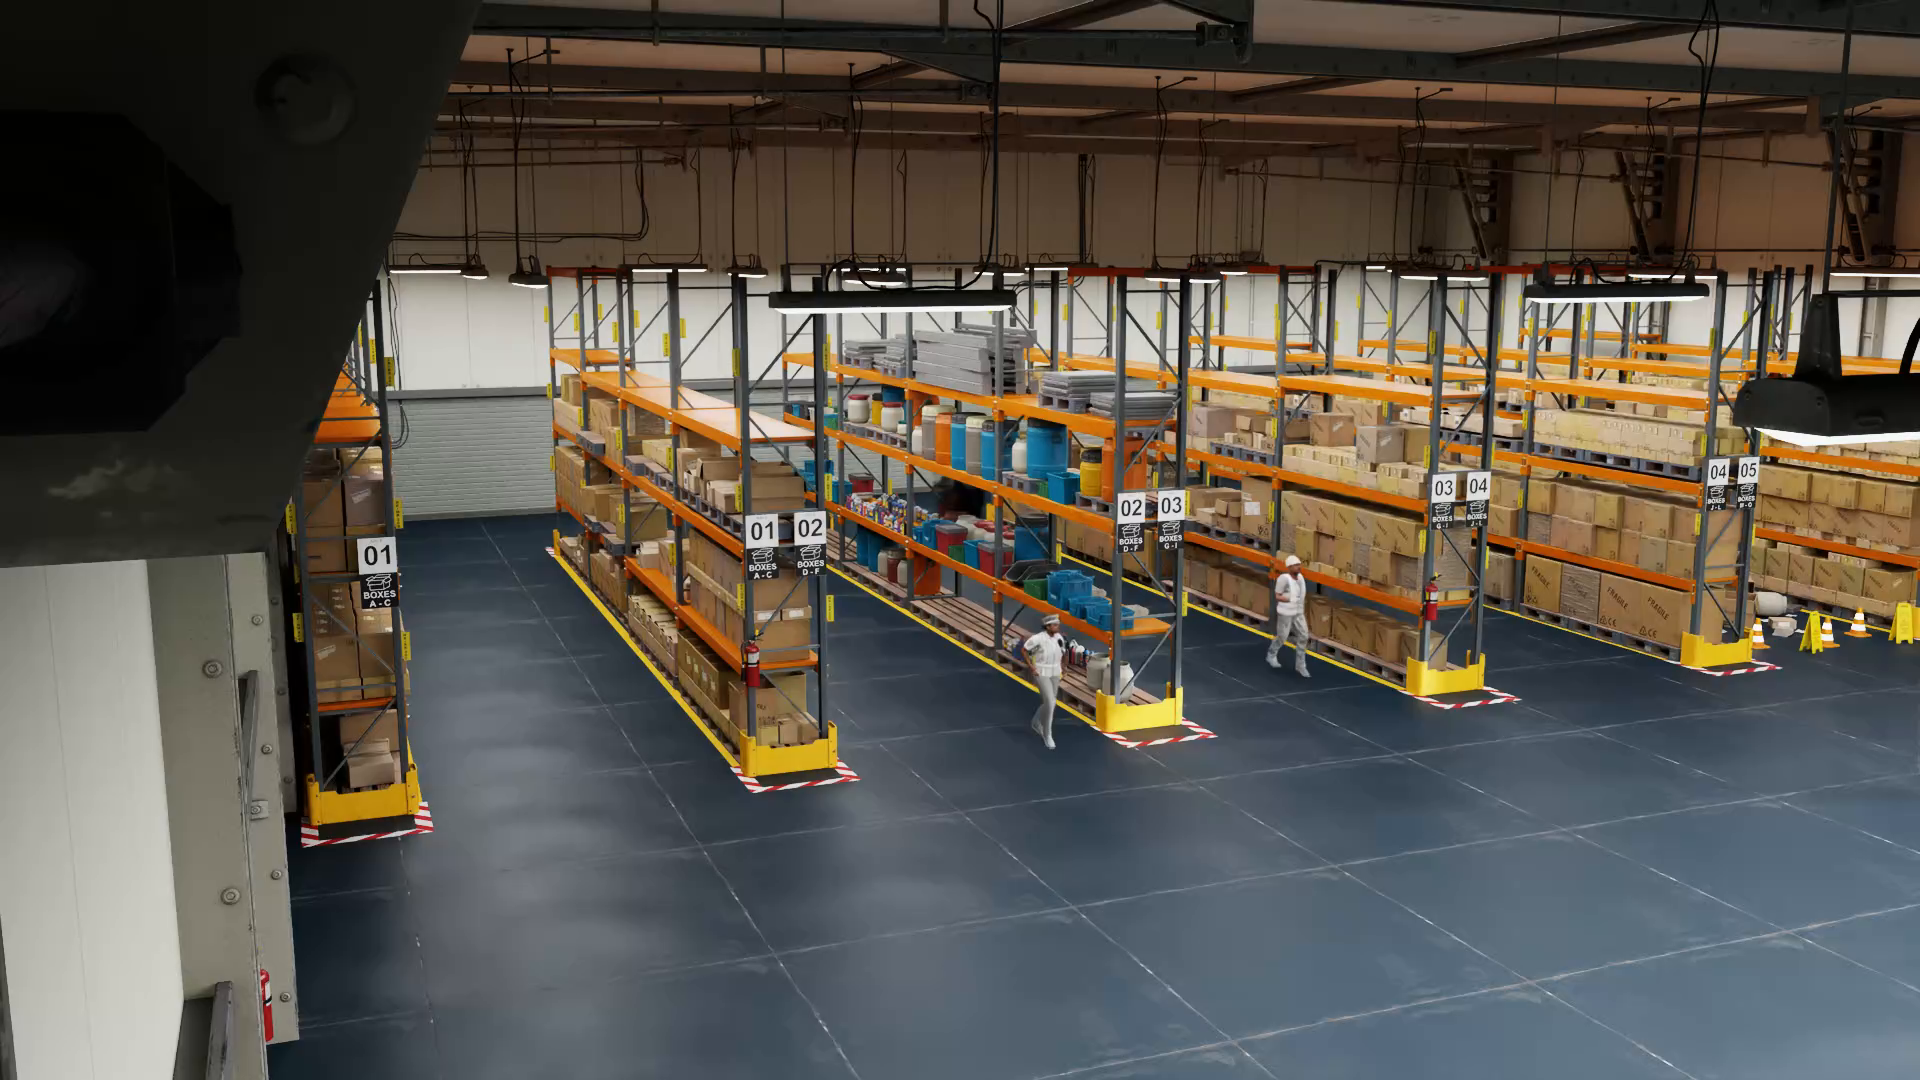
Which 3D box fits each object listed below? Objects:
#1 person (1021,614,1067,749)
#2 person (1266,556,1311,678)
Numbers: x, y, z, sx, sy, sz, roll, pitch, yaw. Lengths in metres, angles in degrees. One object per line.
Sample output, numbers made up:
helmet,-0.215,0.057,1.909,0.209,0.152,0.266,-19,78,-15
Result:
person,1.131,1.793,21.597,0.566,1.725,0.707,-7,12,-34
person,4.948,1.137,25.021,0.661,1.840,0.814,-6,12,-32
